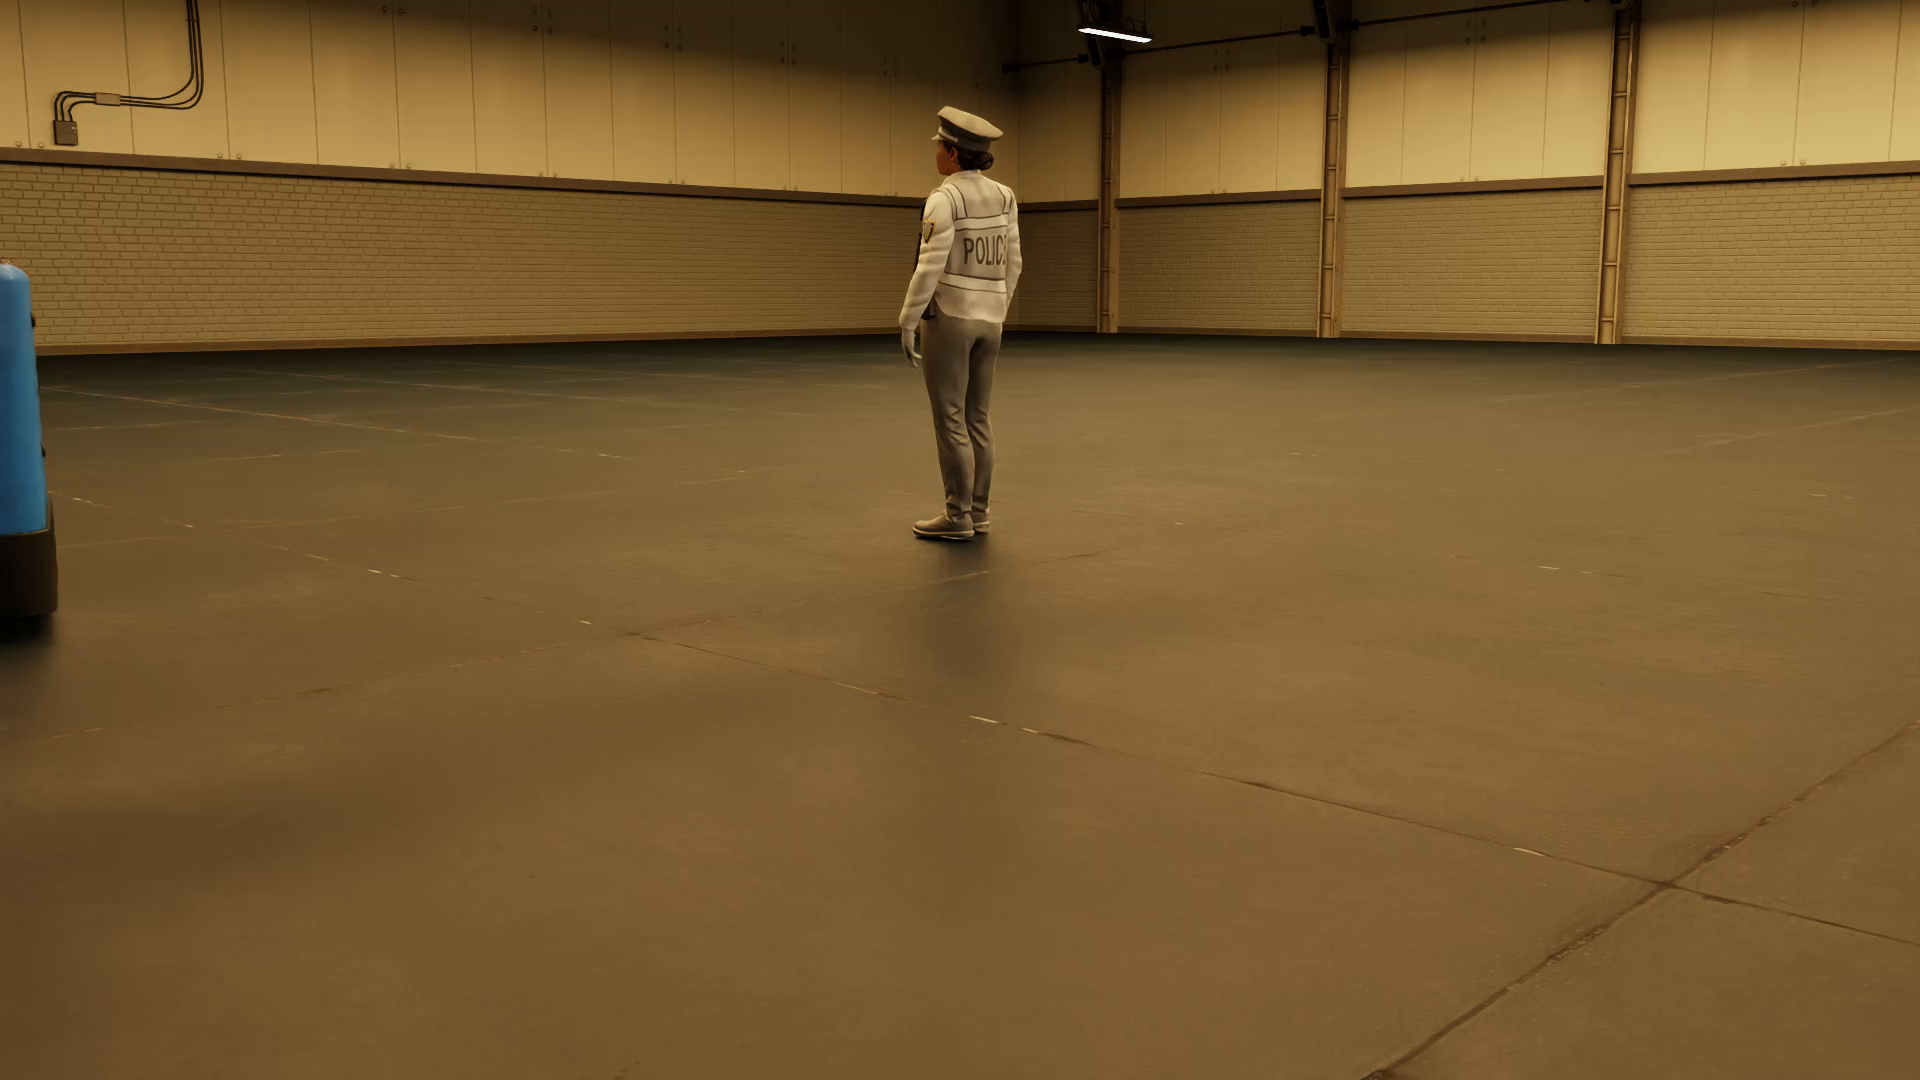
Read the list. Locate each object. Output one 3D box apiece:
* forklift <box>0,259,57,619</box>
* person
[{"bbox_3d":[-4.189,-1.124,4.337,3.031,2.935,1.130,-5,10,-28],"label":"forklift"},{"bbox_3d":[-0.045,-0.853,6.642,0.531,1.695,0.587,8,12,43],"label":"person"}]
